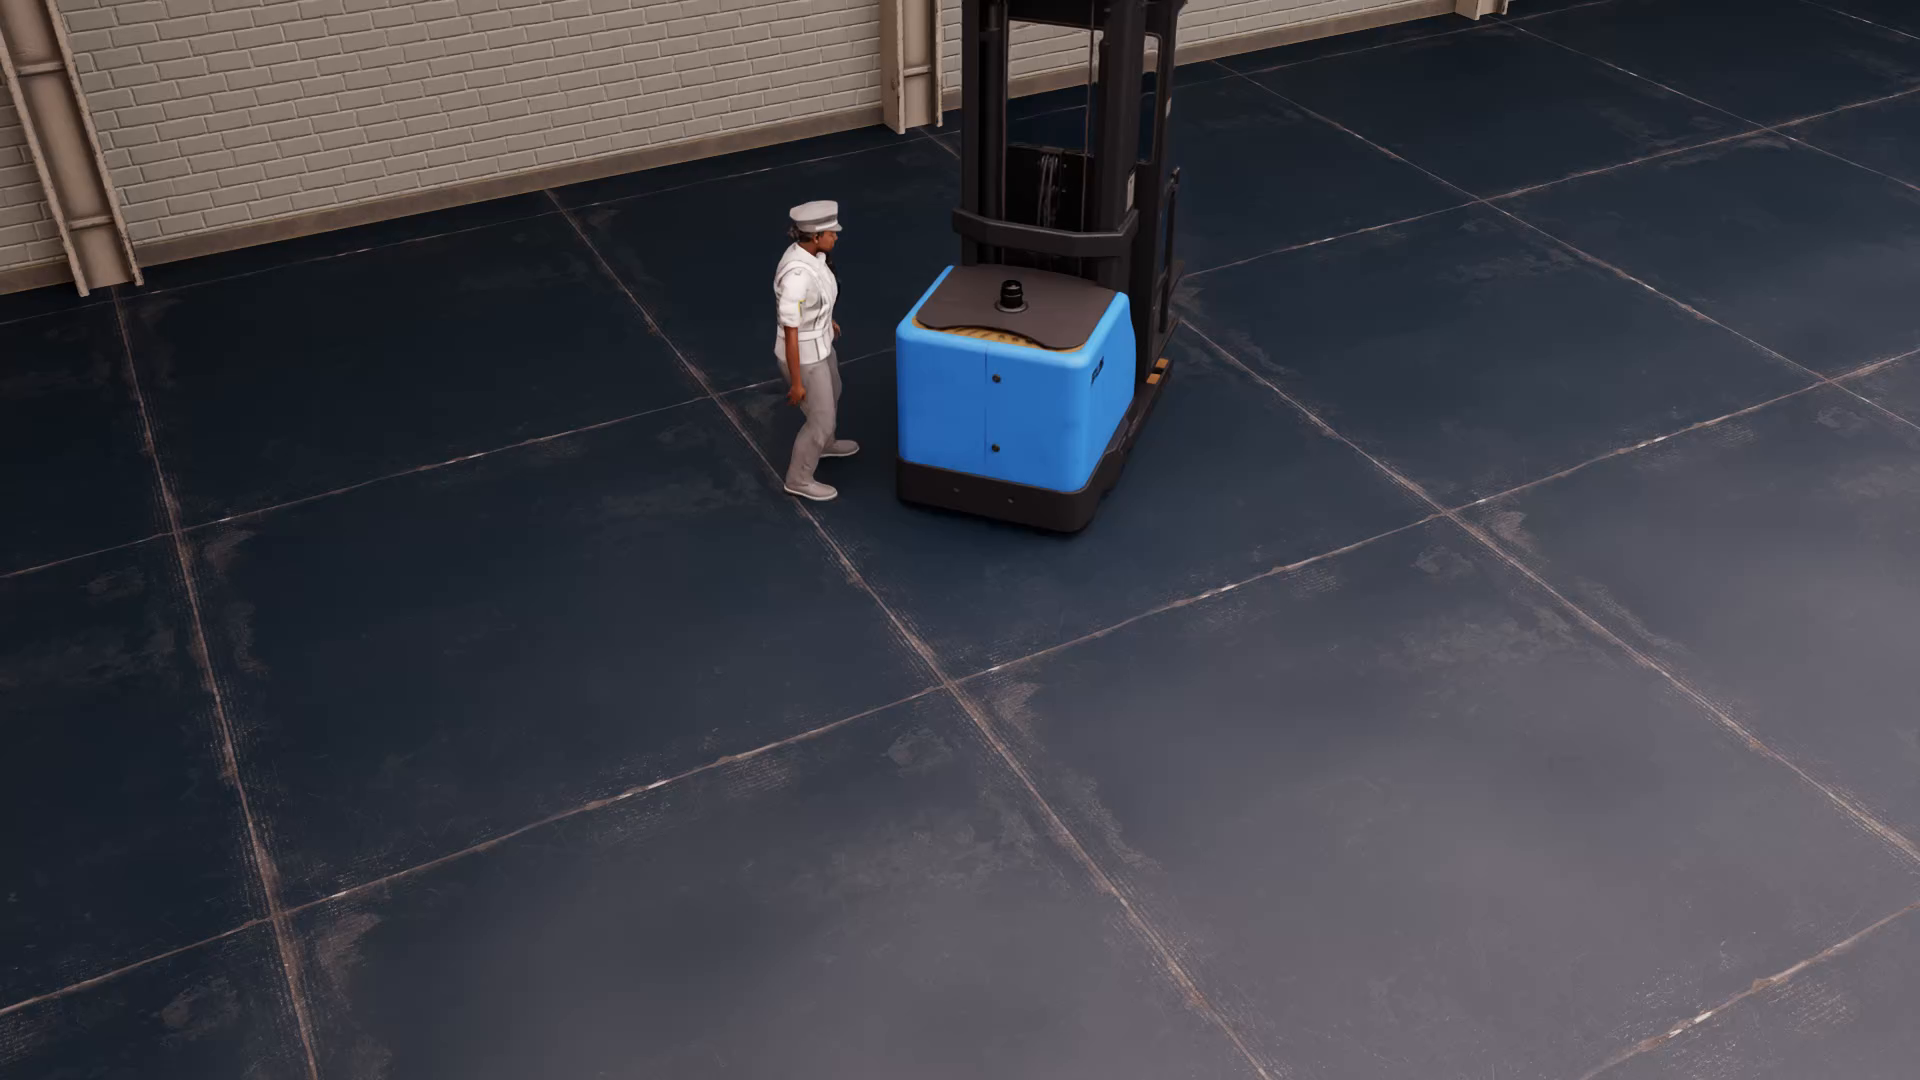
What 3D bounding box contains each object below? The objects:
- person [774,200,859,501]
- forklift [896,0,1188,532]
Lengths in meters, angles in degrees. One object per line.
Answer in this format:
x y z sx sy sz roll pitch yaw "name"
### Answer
-0.770 -0.991 8.653 0.377 1.636 0.727 2 35 2 "person"
0.639 -2.086 9.075 1.130 2.935 3.031 12 37 16 "forklift"
